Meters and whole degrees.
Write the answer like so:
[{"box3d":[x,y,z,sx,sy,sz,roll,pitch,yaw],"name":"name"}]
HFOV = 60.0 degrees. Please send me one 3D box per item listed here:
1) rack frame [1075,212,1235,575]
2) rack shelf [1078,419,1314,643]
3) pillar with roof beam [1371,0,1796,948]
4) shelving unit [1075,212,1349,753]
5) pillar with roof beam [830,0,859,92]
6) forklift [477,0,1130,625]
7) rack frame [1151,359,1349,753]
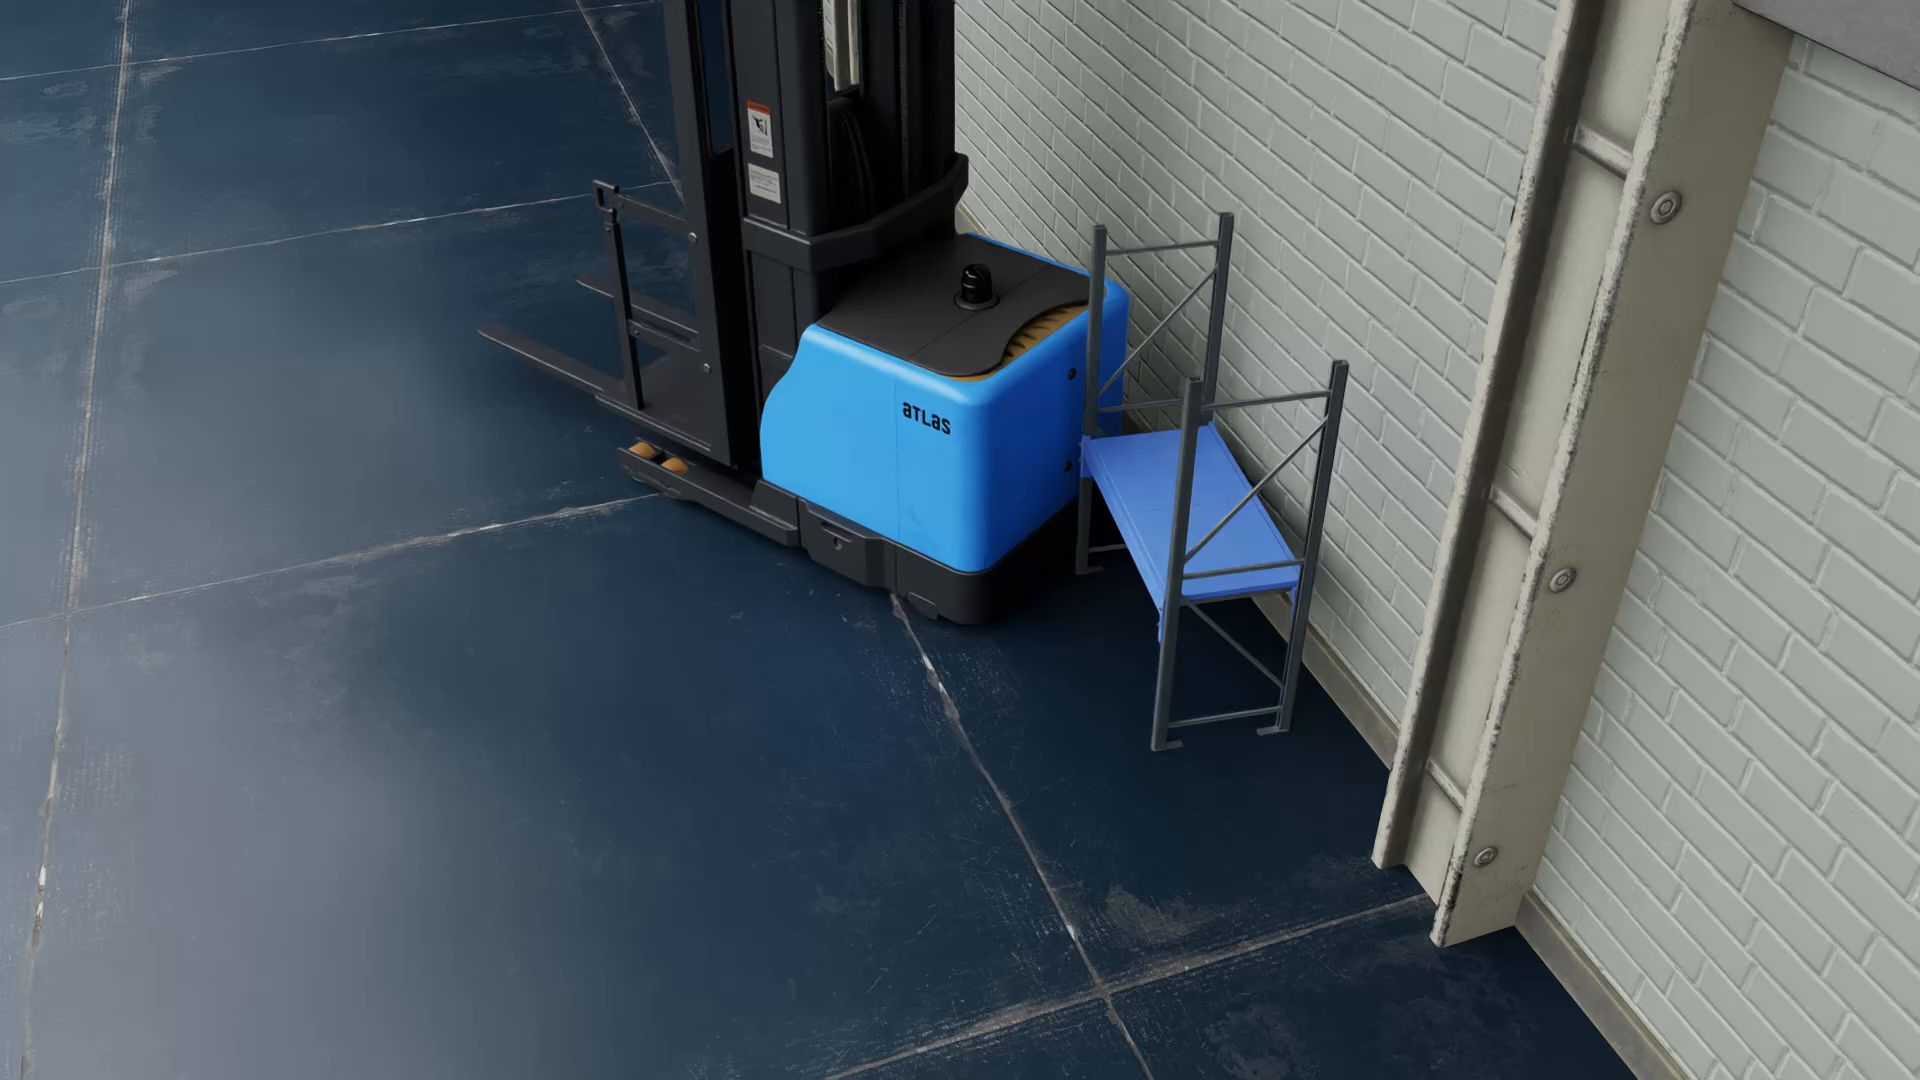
[{"box3d":[0.702,-0.500,6.168,0.500,1.500,0.032,-7,38,-10],"name":"rack frame"},{"box3d":[0.807,-0.057,5.879,0.538,0.185,1.000,-7,38,-10],"name":"rack shelf"},{"box3d":[-2.500,-1.596,1.390,9.100,9.000,0.400,-12,39,-16],"name":"pillar with roof beam"},{"box3d":[0.807,-0.201,5.770,0.538,1.500,1.048,-7,38,-10],"name":"shelving unit"},{"box3d":[-4.565,-4.986,5.890,9.100,9.000,0.400,-12,39,-16],"name":"pillar with roof beam"},{"box3d":[-0.827,-1.573,6.403,3.031,2.935,1.130,25,43,29],"name":"forklift"},{"box3d":[0.912,0.098,5.373,0.500,1.500,0.032,-7,38,-10],"name":"rack frame"}]
